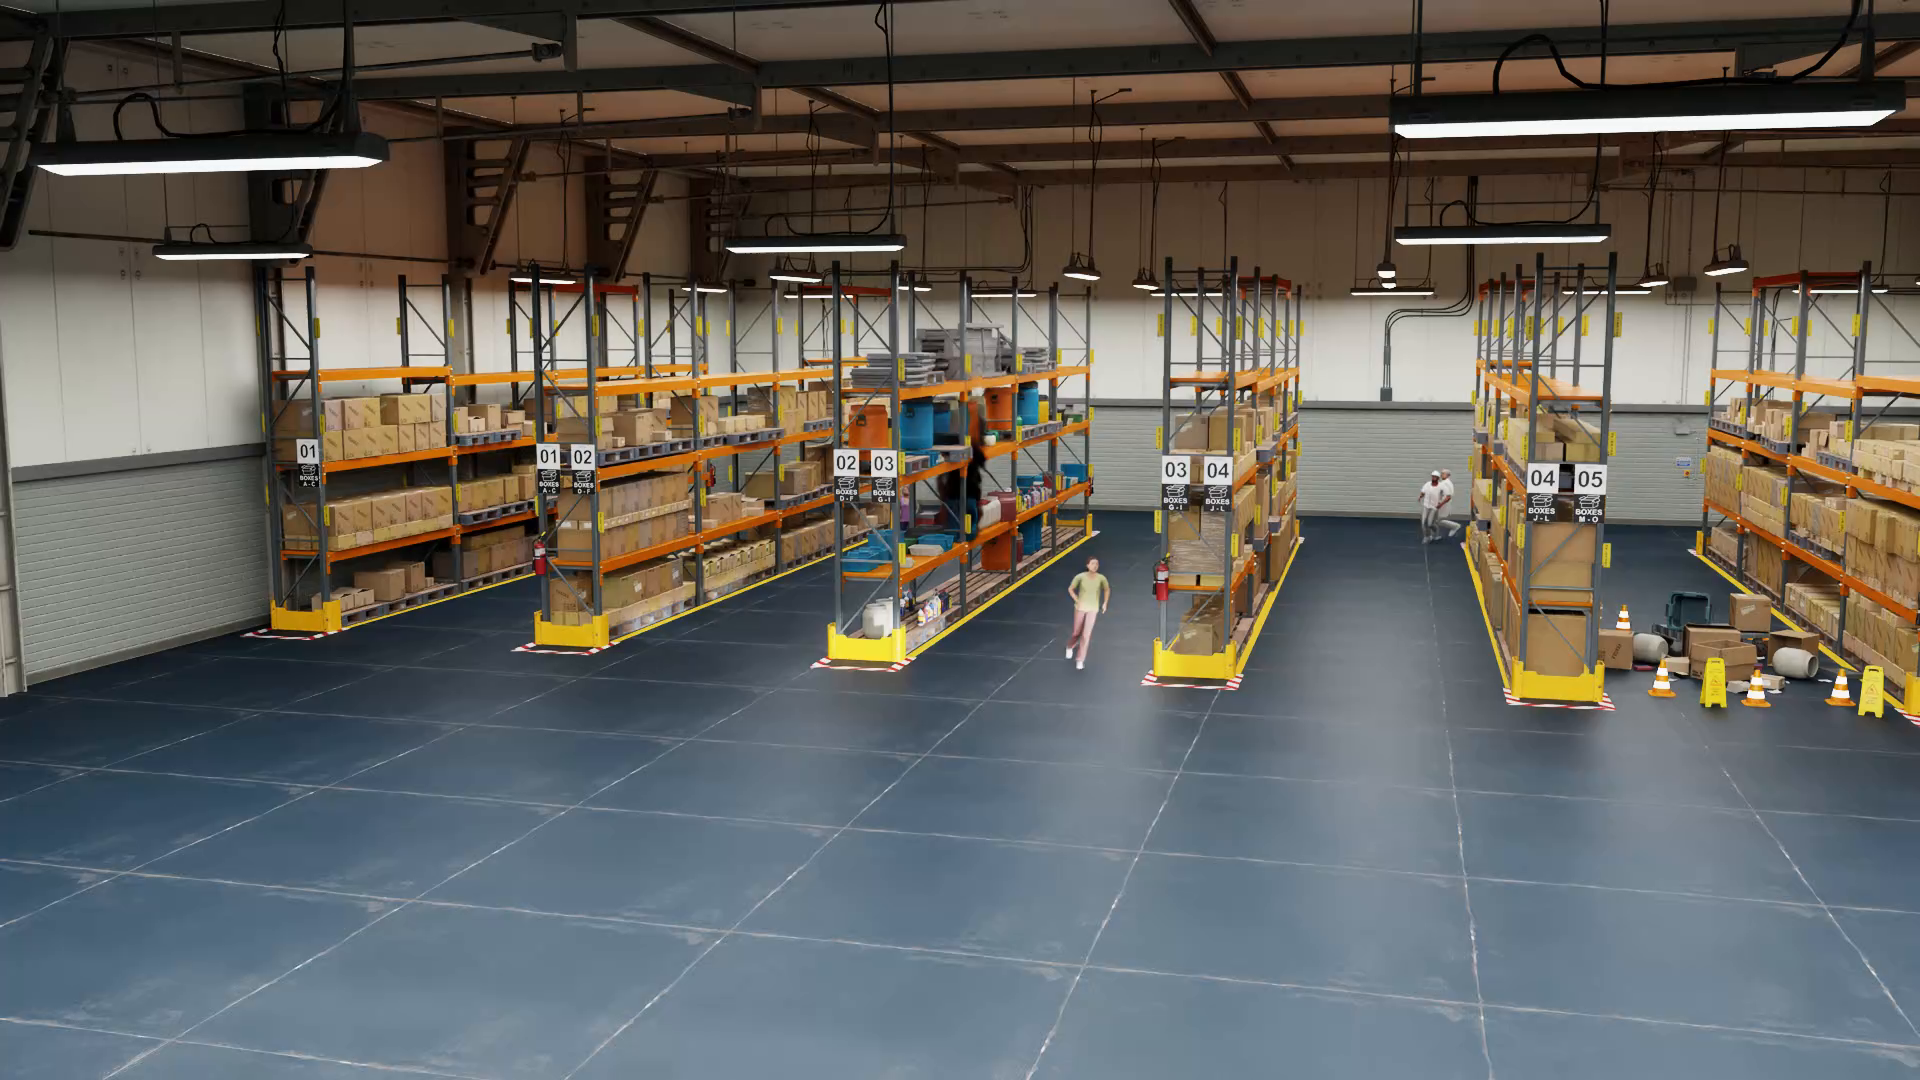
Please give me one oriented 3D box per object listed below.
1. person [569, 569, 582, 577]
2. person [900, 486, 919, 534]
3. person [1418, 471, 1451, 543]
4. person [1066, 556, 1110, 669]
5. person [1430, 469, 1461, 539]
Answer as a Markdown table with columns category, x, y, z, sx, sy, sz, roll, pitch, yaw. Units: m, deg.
| category | x | y | z | sx | sy | sz | roll | pitch | yaw |
| --- | --- | --- | --- | --- | --- | --- | --- | --- | --- |
| person | -6.867 | 0.322 | 30.054 | 0.672 | 1.771 | 0.837 | 1 | 7 | 7 |
| person | -1.168 | -0.400 | 36.382 | 0.519 | 1.580 | 0.603 | 1 | 7 | 4 |
| person | 11.045 | -0.765 | 38.838 | 0.621 | 1.710 | 0.722 | -7 | 10 | -44 |
| person | 1.925 | 1.058 | 24.786 | 0.639 | 1.620 | 0.791 | 0 | 7 | -2 |
| person | 11.458 | -0.820 | 39.303 | 0.734 | 1.729 | 0.755 | 0 | 7 | 2 |
